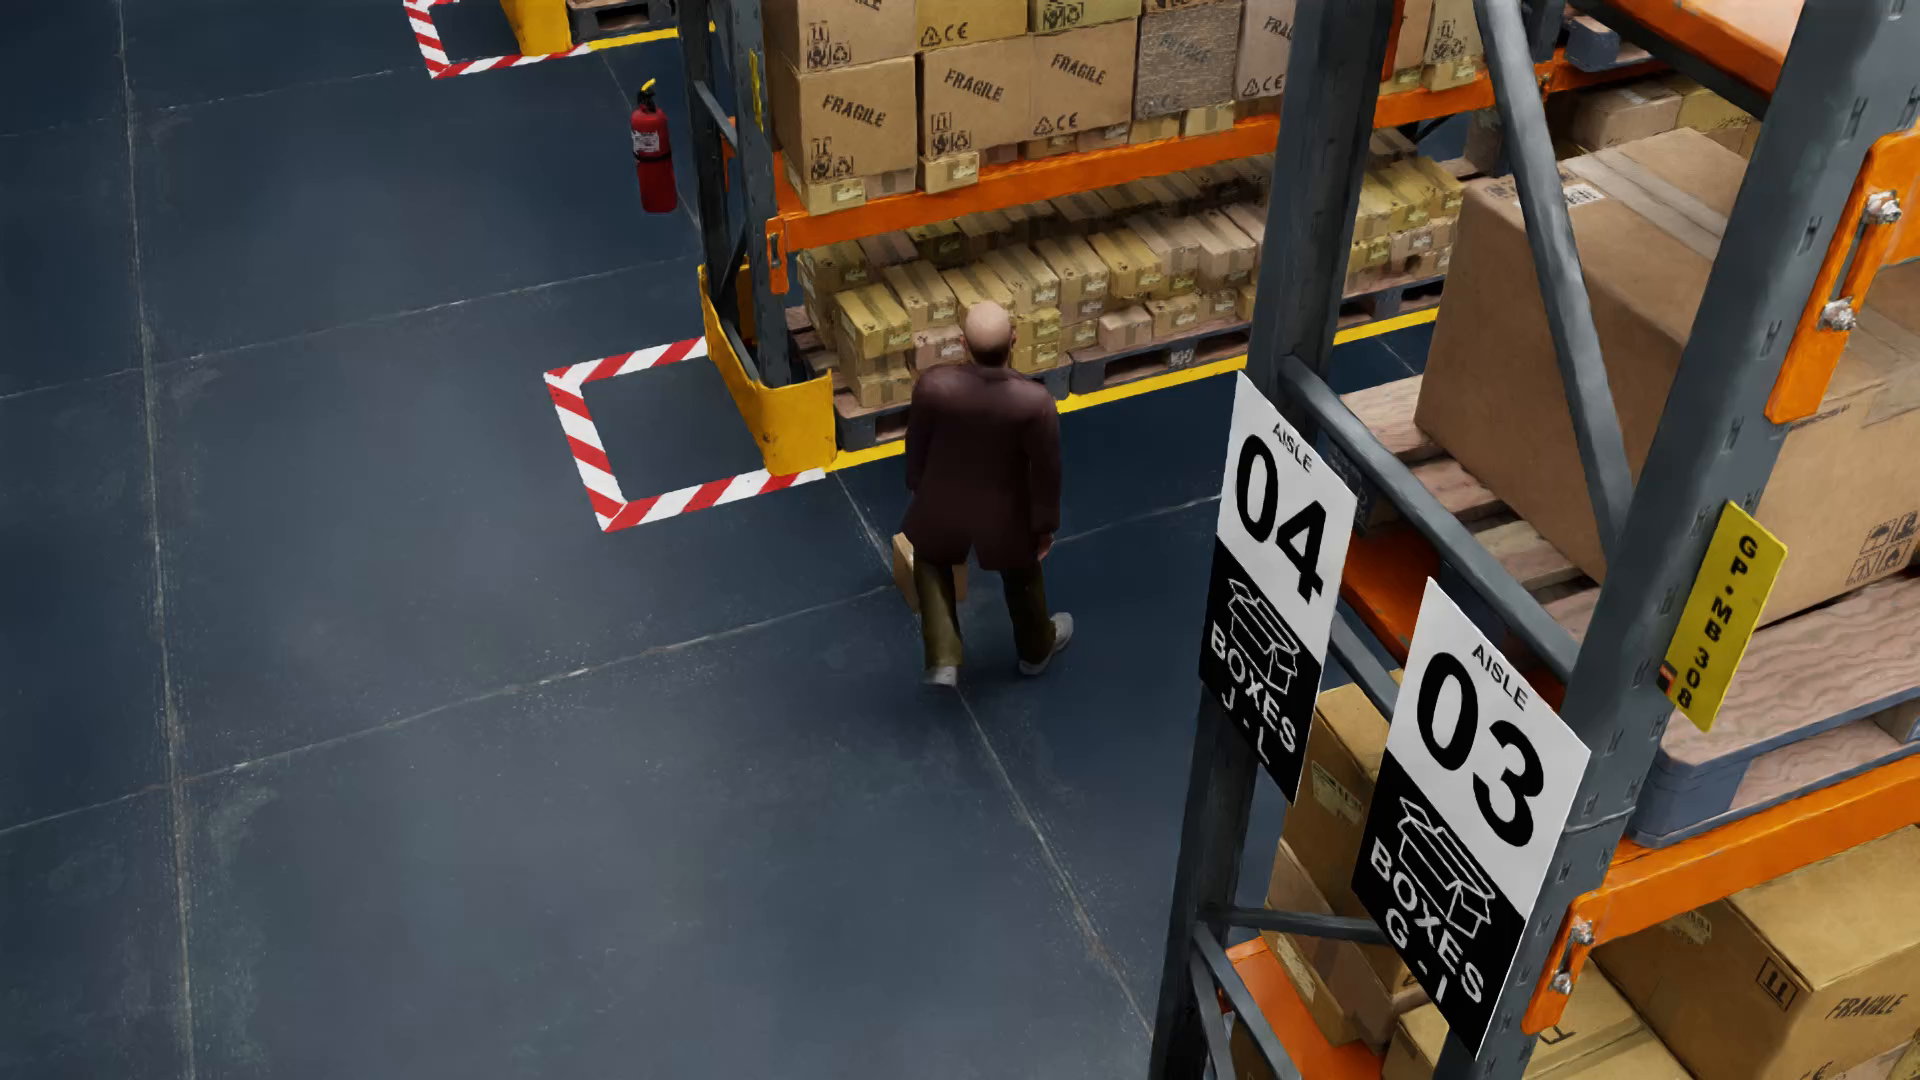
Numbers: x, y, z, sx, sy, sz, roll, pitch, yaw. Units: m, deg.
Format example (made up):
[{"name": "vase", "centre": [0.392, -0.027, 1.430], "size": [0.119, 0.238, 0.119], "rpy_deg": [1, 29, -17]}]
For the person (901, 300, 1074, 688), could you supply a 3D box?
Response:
[{"name": "person", "centre": [0.107, -0.109, 6.269], "size": [0.695, 1.770, 0.704], "rpy_deg": [4, 41, 4]}]
